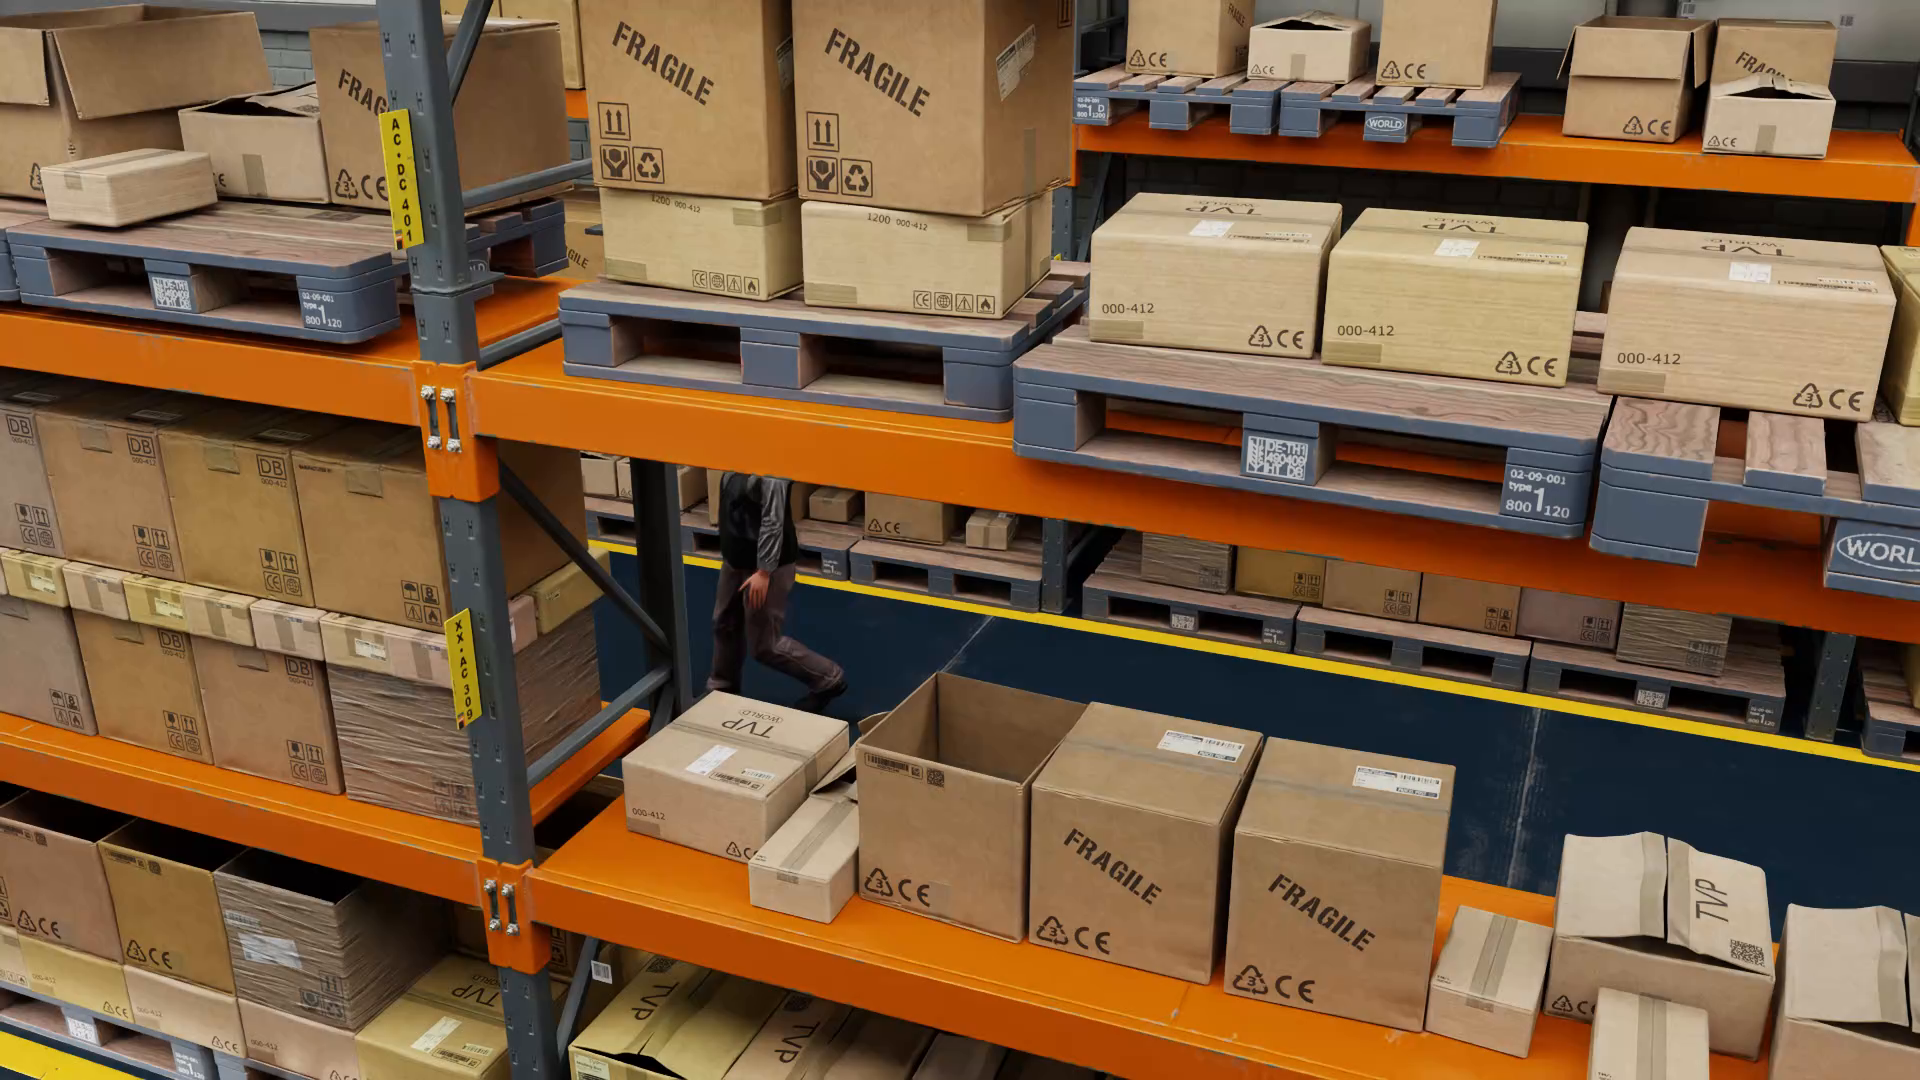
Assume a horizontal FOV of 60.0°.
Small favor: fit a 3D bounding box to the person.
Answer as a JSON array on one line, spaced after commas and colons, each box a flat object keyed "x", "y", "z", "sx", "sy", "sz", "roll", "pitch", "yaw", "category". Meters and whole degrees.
[{"x": -0.963, "y": 0.102, "z": 8.077, "sx": 0.609, "sy": 1.713, "sz": 0.599, "roll": -10, "pitch": 24, "yaw": -23, "category": "person"}]
